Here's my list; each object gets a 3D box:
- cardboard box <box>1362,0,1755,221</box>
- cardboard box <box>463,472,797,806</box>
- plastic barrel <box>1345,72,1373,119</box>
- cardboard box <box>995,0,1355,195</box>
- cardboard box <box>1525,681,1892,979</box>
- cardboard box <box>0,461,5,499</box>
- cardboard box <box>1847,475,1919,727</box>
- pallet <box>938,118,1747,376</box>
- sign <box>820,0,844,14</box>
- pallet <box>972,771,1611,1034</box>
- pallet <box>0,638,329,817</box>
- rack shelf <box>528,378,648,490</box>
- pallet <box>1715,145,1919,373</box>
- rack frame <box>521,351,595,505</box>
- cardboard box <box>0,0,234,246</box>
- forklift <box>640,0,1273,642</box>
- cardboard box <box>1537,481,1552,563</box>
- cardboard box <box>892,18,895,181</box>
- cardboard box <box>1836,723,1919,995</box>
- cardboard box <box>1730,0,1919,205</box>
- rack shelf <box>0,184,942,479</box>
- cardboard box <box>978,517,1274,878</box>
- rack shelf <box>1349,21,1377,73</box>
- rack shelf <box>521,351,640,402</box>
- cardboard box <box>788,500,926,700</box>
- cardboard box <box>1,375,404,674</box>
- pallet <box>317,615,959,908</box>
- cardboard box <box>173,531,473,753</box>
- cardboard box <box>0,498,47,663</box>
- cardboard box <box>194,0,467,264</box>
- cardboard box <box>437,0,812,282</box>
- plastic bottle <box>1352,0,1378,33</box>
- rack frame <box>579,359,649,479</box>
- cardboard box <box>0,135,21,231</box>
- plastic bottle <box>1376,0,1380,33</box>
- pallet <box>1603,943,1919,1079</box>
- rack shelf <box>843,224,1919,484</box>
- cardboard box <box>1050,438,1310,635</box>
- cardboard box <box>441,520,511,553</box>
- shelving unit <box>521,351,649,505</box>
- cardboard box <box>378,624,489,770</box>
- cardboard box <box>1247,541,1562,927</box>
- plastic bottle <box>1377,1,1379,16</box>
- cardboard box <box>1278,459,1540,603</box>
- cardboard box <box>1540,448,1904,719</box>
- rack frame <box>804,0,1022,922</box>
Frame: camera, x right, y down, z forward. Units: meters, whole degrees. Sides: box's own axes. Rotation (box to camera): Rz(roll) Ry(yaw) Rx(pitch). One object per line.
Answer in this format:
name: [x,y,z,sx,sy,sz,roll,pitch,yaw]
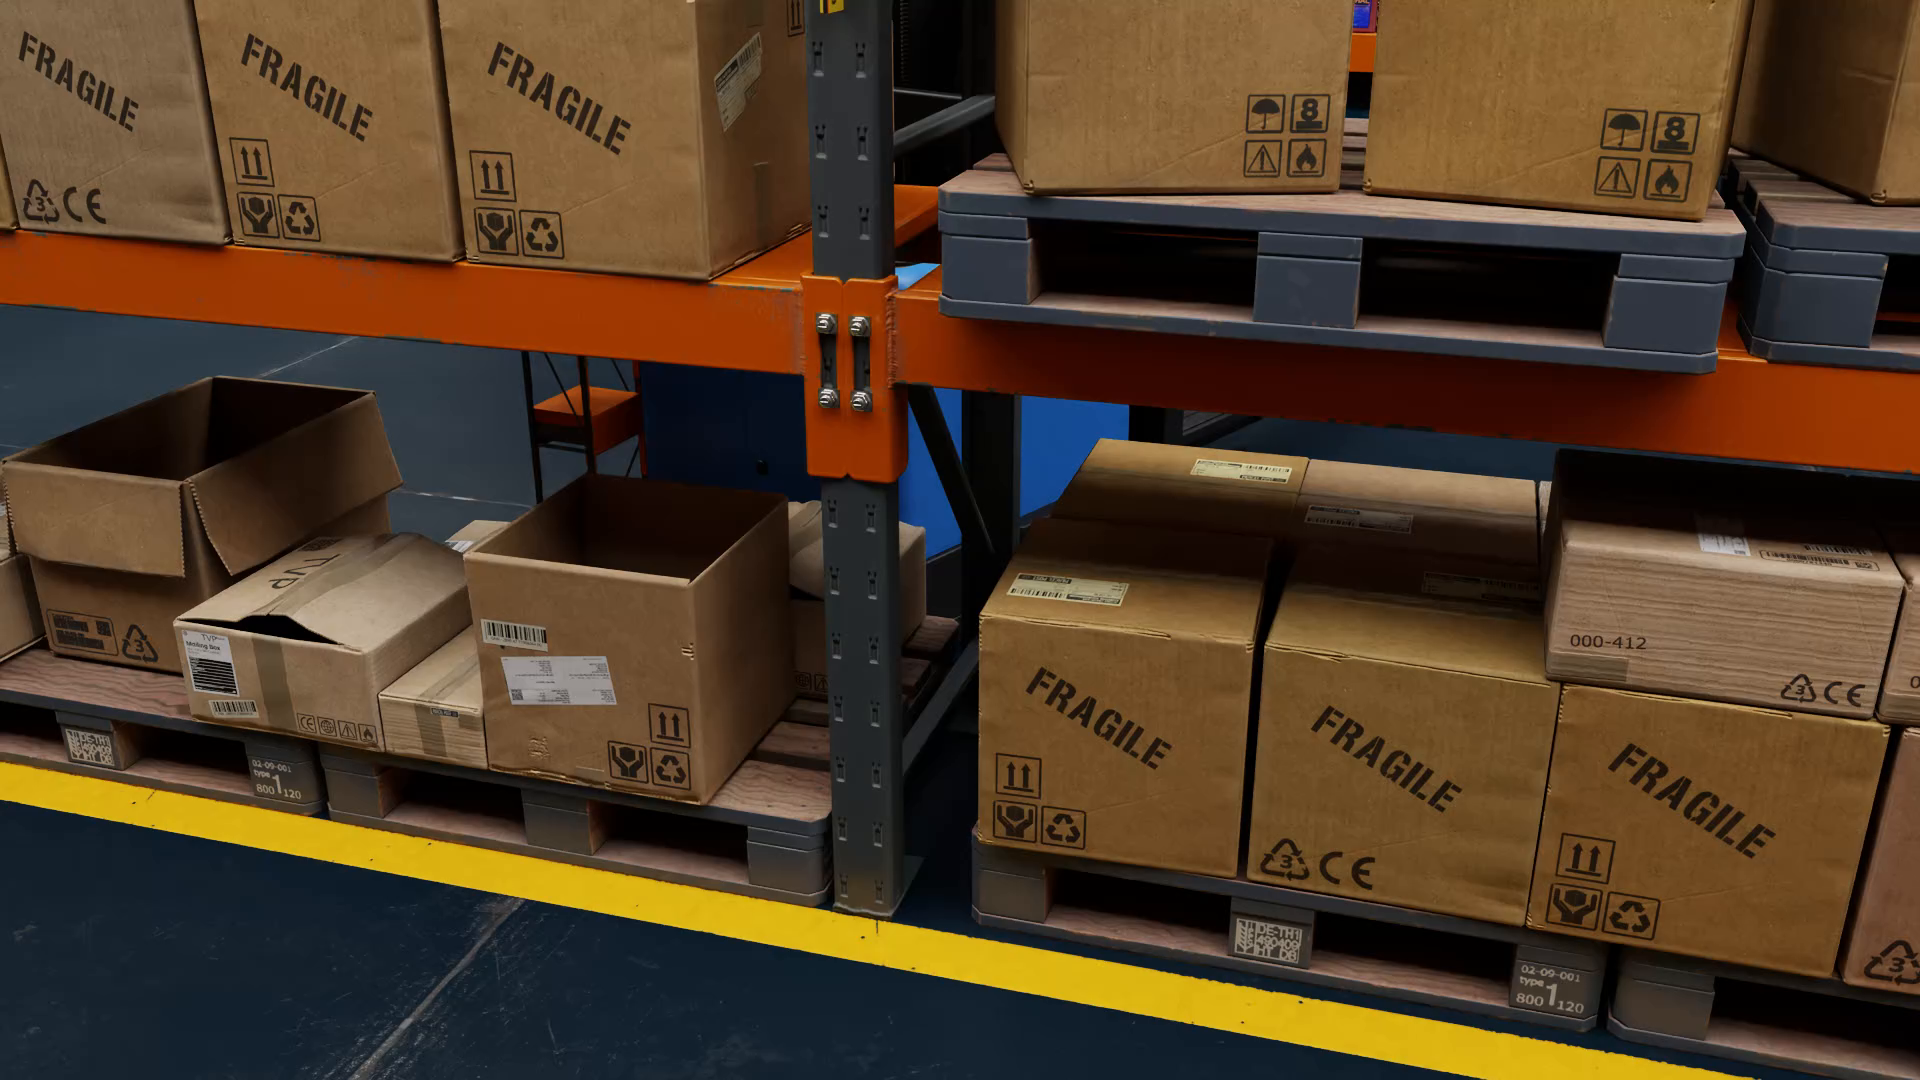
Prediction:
cardboard box: [1.010,-0.855,2.716,0.500,0.500,0.700,10,25,24]
cardboard box: [-0.683,0.194,3.559,0.500,0.500,0.500,7,23,16]
plastic barrel: [1.895,-1.757,7.812,0.708,0.901,0.600,7,23,16]
cardboard box: [0.333,-0.907,2.844,0.500,0.500,0.700,-1,22,-3]
cardboard box: [1.327,0.407,3.040,0.500,0.500,0.500,7,23,16]
cardboard box: [-2.392,-0.084,4.567,0.500,0.250,0.500,7,23,16]
cardboard box: [1.775,0.112,2.770,0.500,0.250,0.500,6,23,14]
pallet: [0.678,-0.584,2.993,1.213,0.211,1.003,7,23,16]
sign: [-0.205,-1.002,2.620,0.005,0.325,0.100,7,23,16]
pallet: [0.734,0.566,3.612,1.213,0.211,1.003,7,23,16]
pallet: [-1.884,0.282,4.305,1.213,0.211,1.003,7,23,16]
rack shelf: [-1.025,-0.279,4.593,0.215,0.259,0.240,9,24,22]
pallet: [1.911,-0.484,2.750,1.213,0.211,1.003,7,23,16]
rack frame: [-1.074,-0.246,4.486,0.200,1.050,0.008,9,24,22]
cardboard box: [-1.595,-0.919,3.426,0.500,0.500,0.500,7,23,17]
forklift: [0.402,-1.536,5.153,1.130,2.935,3.031,18,28,37]
cardboard box: [1.451,0.216,3.506,0.500,0.500,0.500,7,23,16]
cardboard box: [-0.465,-1.001,3.626,0.500,0.500,0.500,7,23,17]
cardboard box: [1.811,0.462,2.904,0.500,0.500,0.500,6,23,14]
cardboard box: [1.654,-0.869,2.751,0.500,0.500,0.700,1,22,2]
rack shelf: [-1.970,-0.686,3.938,4.000,0.370,1.077,7,23,16]
cardboard box: [0.337,0.295,3.313,0.500,0.500,0.500,5,23,13]
rack shelf: [3.294,-2.047,7.256,4.000,0.370,1.077,7,23,16]
rack shelf: [-1.025,-0.541,4.486,0.215,0.259,0.240,9,24,22]
cardboard box: [-0.395,0.116,3.998,0.500,0.311,0.500,7,23,16]
cardboard box: [-1.856,-0.052,4.155,0.637,0.503,0.797,7,23,16]
pallet: [-0.713,0.415,3.981,1.213,0.211,1.003,7,23,16]
cardboard box: [-1.401,0.199,3.795,0.500,0.311,0.500,7,23,16]
cardboard box: [-2.489,0.103,4.111,0.500,0.250,0.500,7,23,16]
cardboard box: [-1.102,-0.864,3.291,0.500,0.500,0.500,7,23,17]
cardboard box: [-0.608,-0.808,3.154,0.500,0.500,0.500,7,23,16]
plastic bottle: [1.734,-2.335,7.164,0.133,0.283,0.061,7,23,16]
rack frame: [-0.977,-0.331,4.693,0.200,1.050,0.008,9,24,22]
cardboard box: [-2.083,-0.974,3.560,0.500,0.500,0.500,7,23,16]
plastic bottle: [1.850,-2.291,7.165,0.097,0.201,0.097,0,22,0]
pallet: [1.906,0.699,3.288,1.213,0.211,1.003,7,23,16]
rack shelf: [1.859,-0.248,2.869,4.000,0.370,1.077,7,23,16]
cardboard box: [0.500,0.103,3.780,0.500,0.500,0.500,6,23,15]
cardboard box: [-1.226,0.092,4.247,0.250,0.166,0.380,7,23,16]
shelving unit: [-1.025,-0.288,4.589,0.215,1.050,0.252,9,24,22]
cardboard box: [-1.059,0.337,3.673,0.250,0.149,0.380,7,23,16]
cardboard box: [0.851,0.349,3.180,0.500,0.500,0.500,7,23,16]
plastic bottle: [1.969,-2.579,7.866,0.097,0.201,0.097,0,22,0]
cardboard box: [0.971,0.160,3.640,0.500,0.500,0.500,7,23,16]
cardboard box: [1.295,0.057,2.903,0.500,0.250,0.500,7,23,16]
rack frame: [-0.055,-0.800,3.267,0.127,3.000,1.000,7,23,16]
